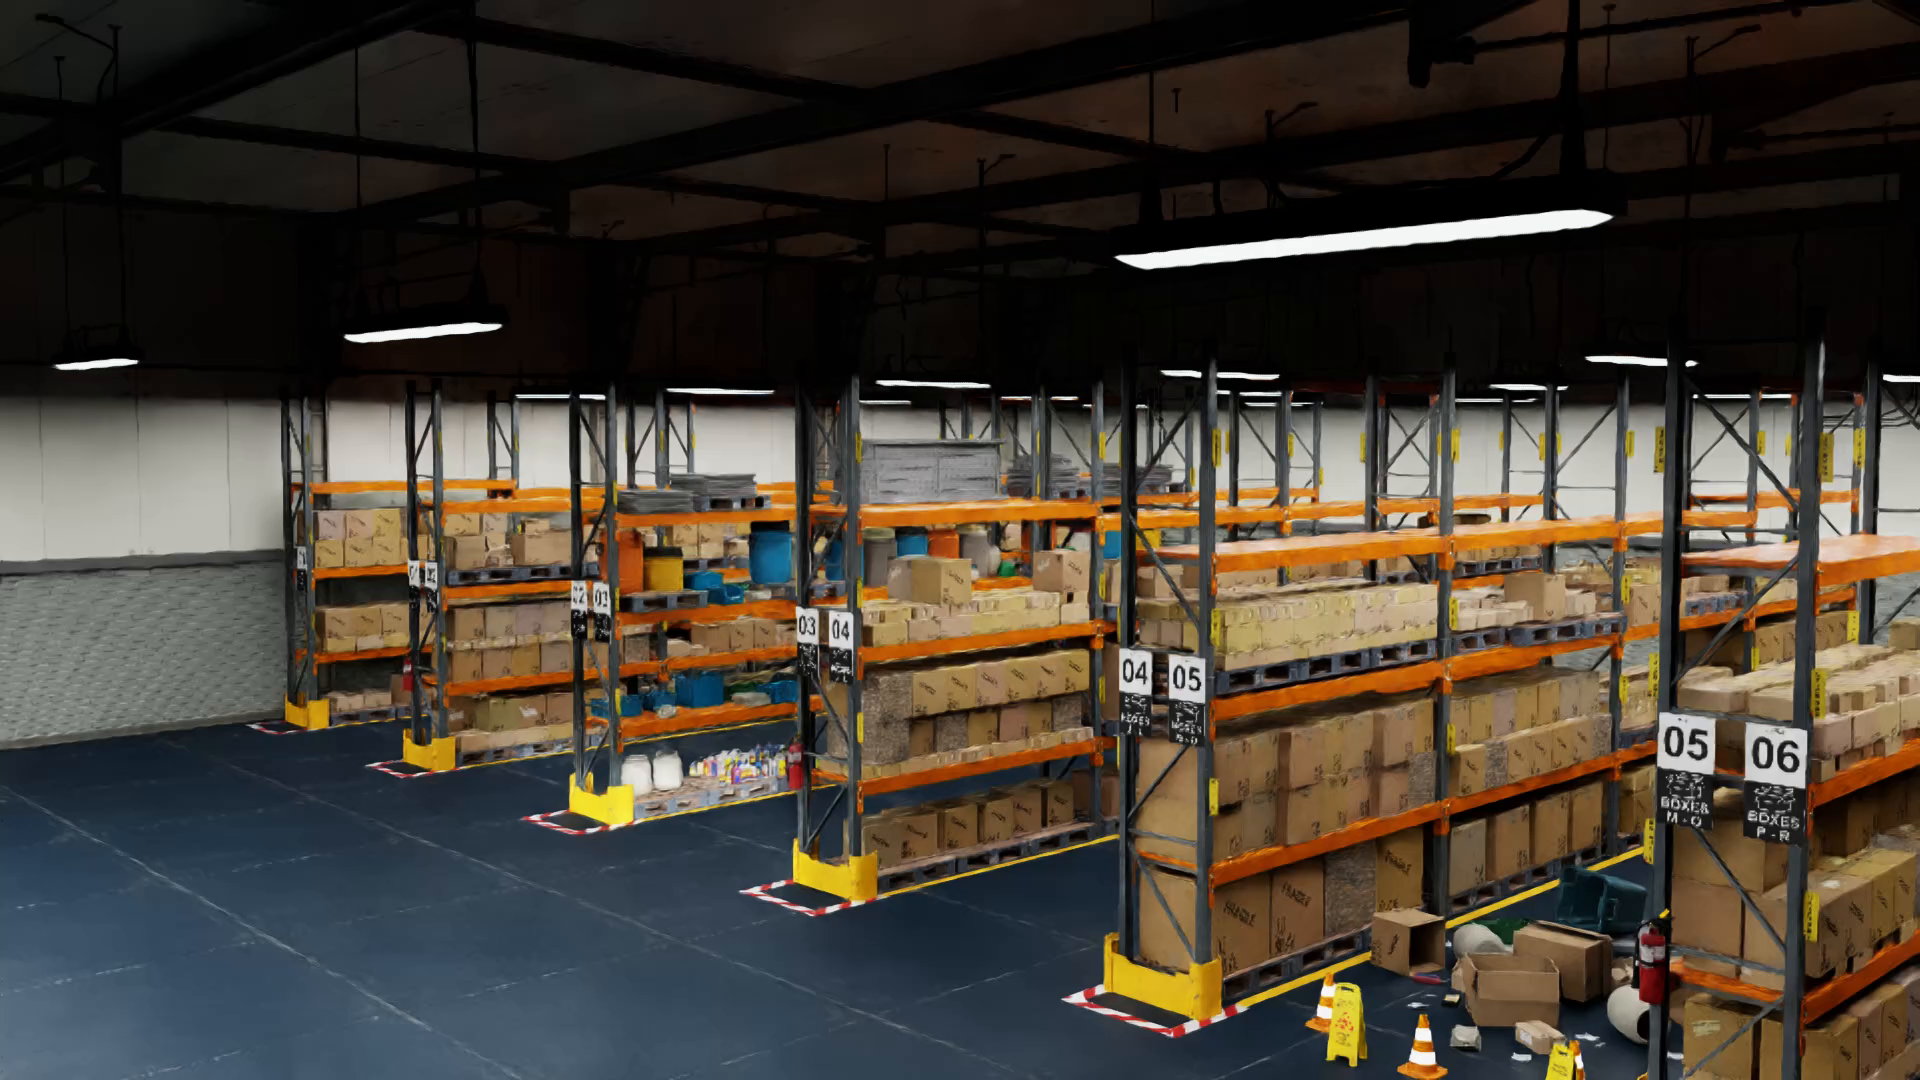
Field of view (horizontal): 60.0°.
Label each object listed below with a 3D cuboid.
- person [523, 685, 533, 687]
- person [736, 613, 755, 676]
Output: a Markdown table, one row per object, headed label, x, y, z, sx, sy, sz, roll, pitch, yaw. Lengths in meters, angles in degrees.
| label | x | y | z | sx | sy | sz | roll | pitch | yaw |
| --- | --- | --- | --- | --- | --- | --- | --- | --- | --- |
| person | -7.706 | 2.417 | 29.777 | 0.572 | 1.662 | 0.544 | -1 | 4 | -14 |
| person | -4.326 | 2.092 | 33.931 | 0.466 | 1.777 | 0.595 | 2 | 4 | 23 |
